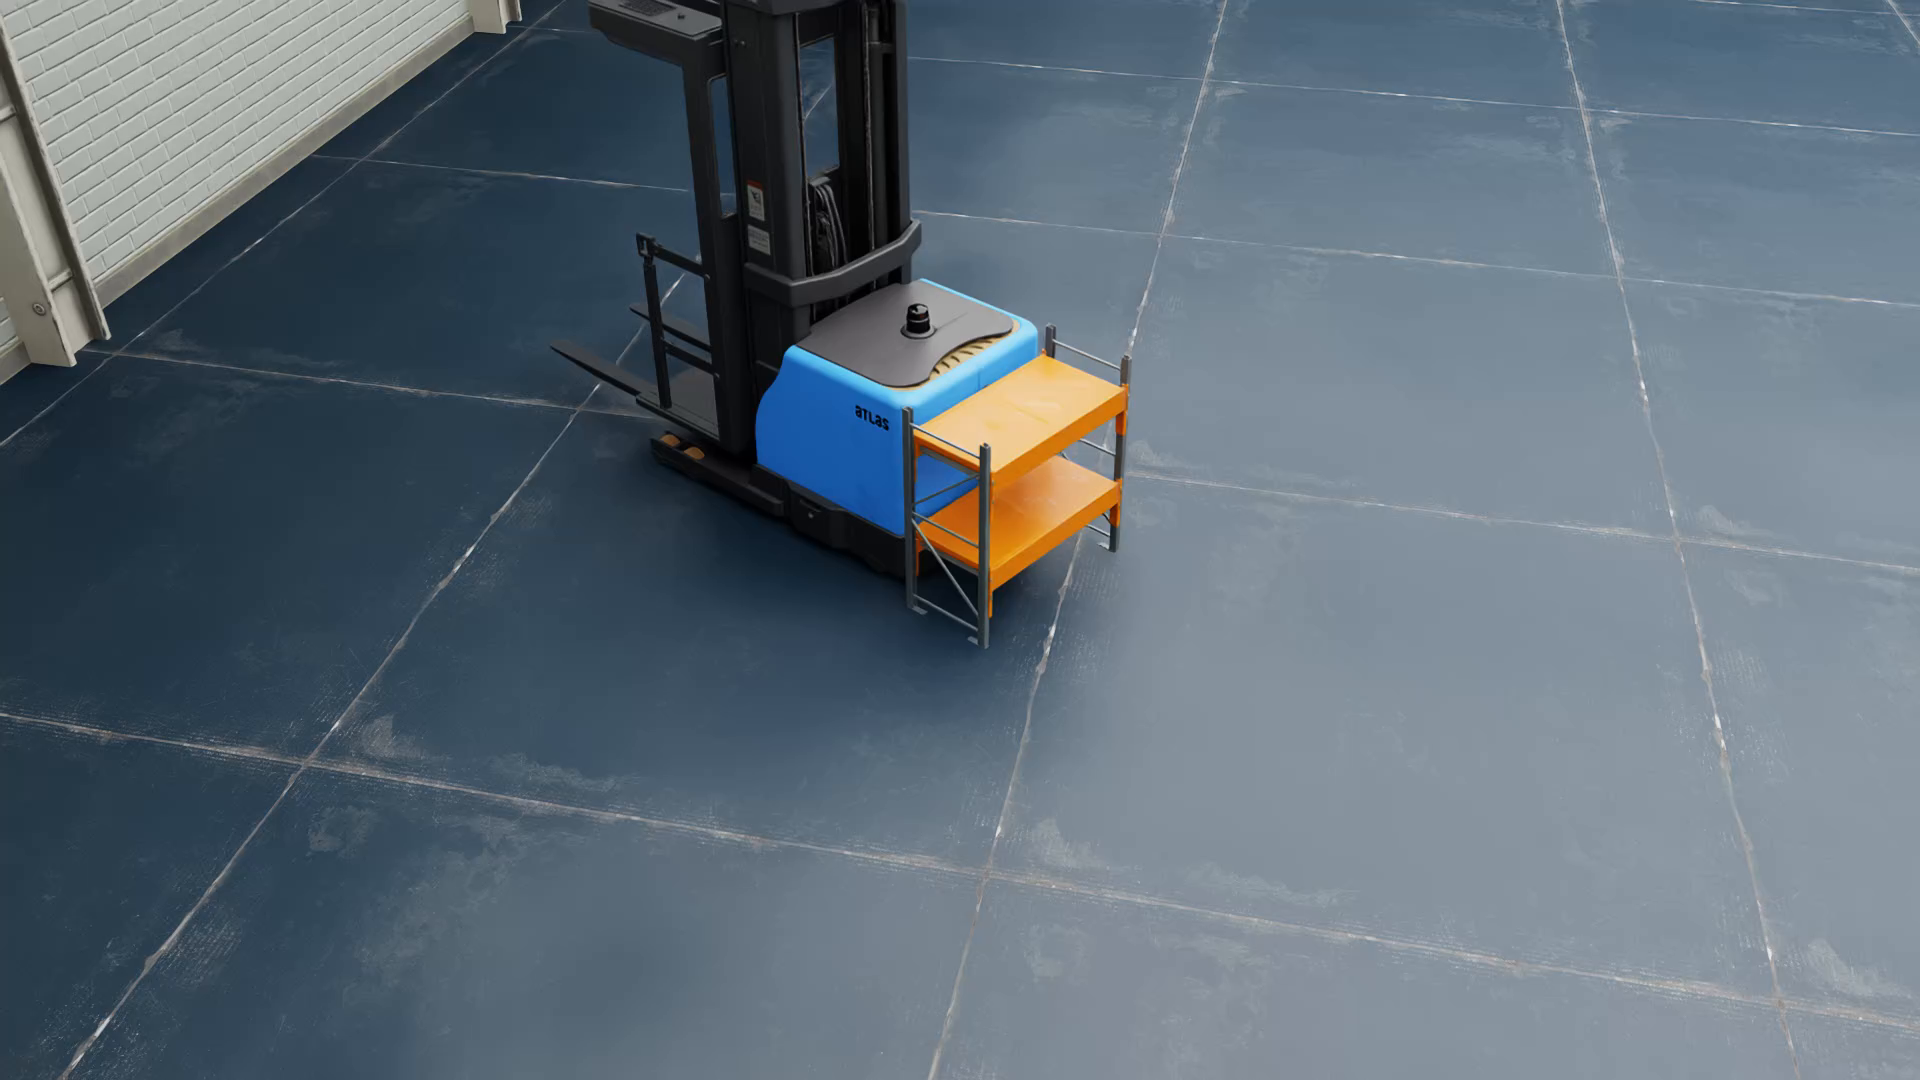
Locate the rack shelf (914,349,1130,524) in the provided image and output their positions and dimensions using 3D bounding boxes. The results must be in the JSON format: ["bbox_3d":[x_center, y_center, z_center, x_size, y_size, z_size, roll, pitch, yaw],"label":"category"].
[{"bbox_3d":[0.274,-0.503,7.756,0.538,0.278,1.000,27,44,32],"label":"rack shelf"}]

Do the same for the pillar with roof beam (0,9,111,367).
[{"bbox_3d":[-1.218,-4.270,6.744,9.100,9.000,0.400,7,37,10],"label":"pillar with roof beam"}]

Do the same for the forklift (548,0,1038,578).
[{"bbox_3d":[-1.048,-1.729,8.408,3.031,2.935,1.130,27,44,32],"label":"forklift"}]

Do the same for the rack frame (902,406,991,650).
[{"bbox_3d":[-0.062,-0.042,7.619,0.500,1.125,0.032,27,44,32],"label":"rack frame"}]

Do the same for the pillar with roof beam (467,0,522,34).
[{"bbox_3d":[0.064,-7.710,11.490,9.100,9.000,0.400,7,37,10],"label":"pillar with roof beam"}]

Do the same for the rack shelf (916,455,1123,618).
[{"bbox_3d":[0.274,-0.068,8.072,0.538,0.278,1.000,27,44,32],"label":"rack shelf"}]

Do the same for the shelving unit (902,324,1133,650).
[{"bbox_3d":[0.274,-0.266,7.928,0.538,1.125,1.048,27,44,32],"label":"shelving unit"}]

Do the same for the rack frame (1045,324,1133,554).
[{"bbox_3d":[0.611,-0.489,8.237,0.500,1.125,0.032,27,44,32],"label":"rack frame"}]
